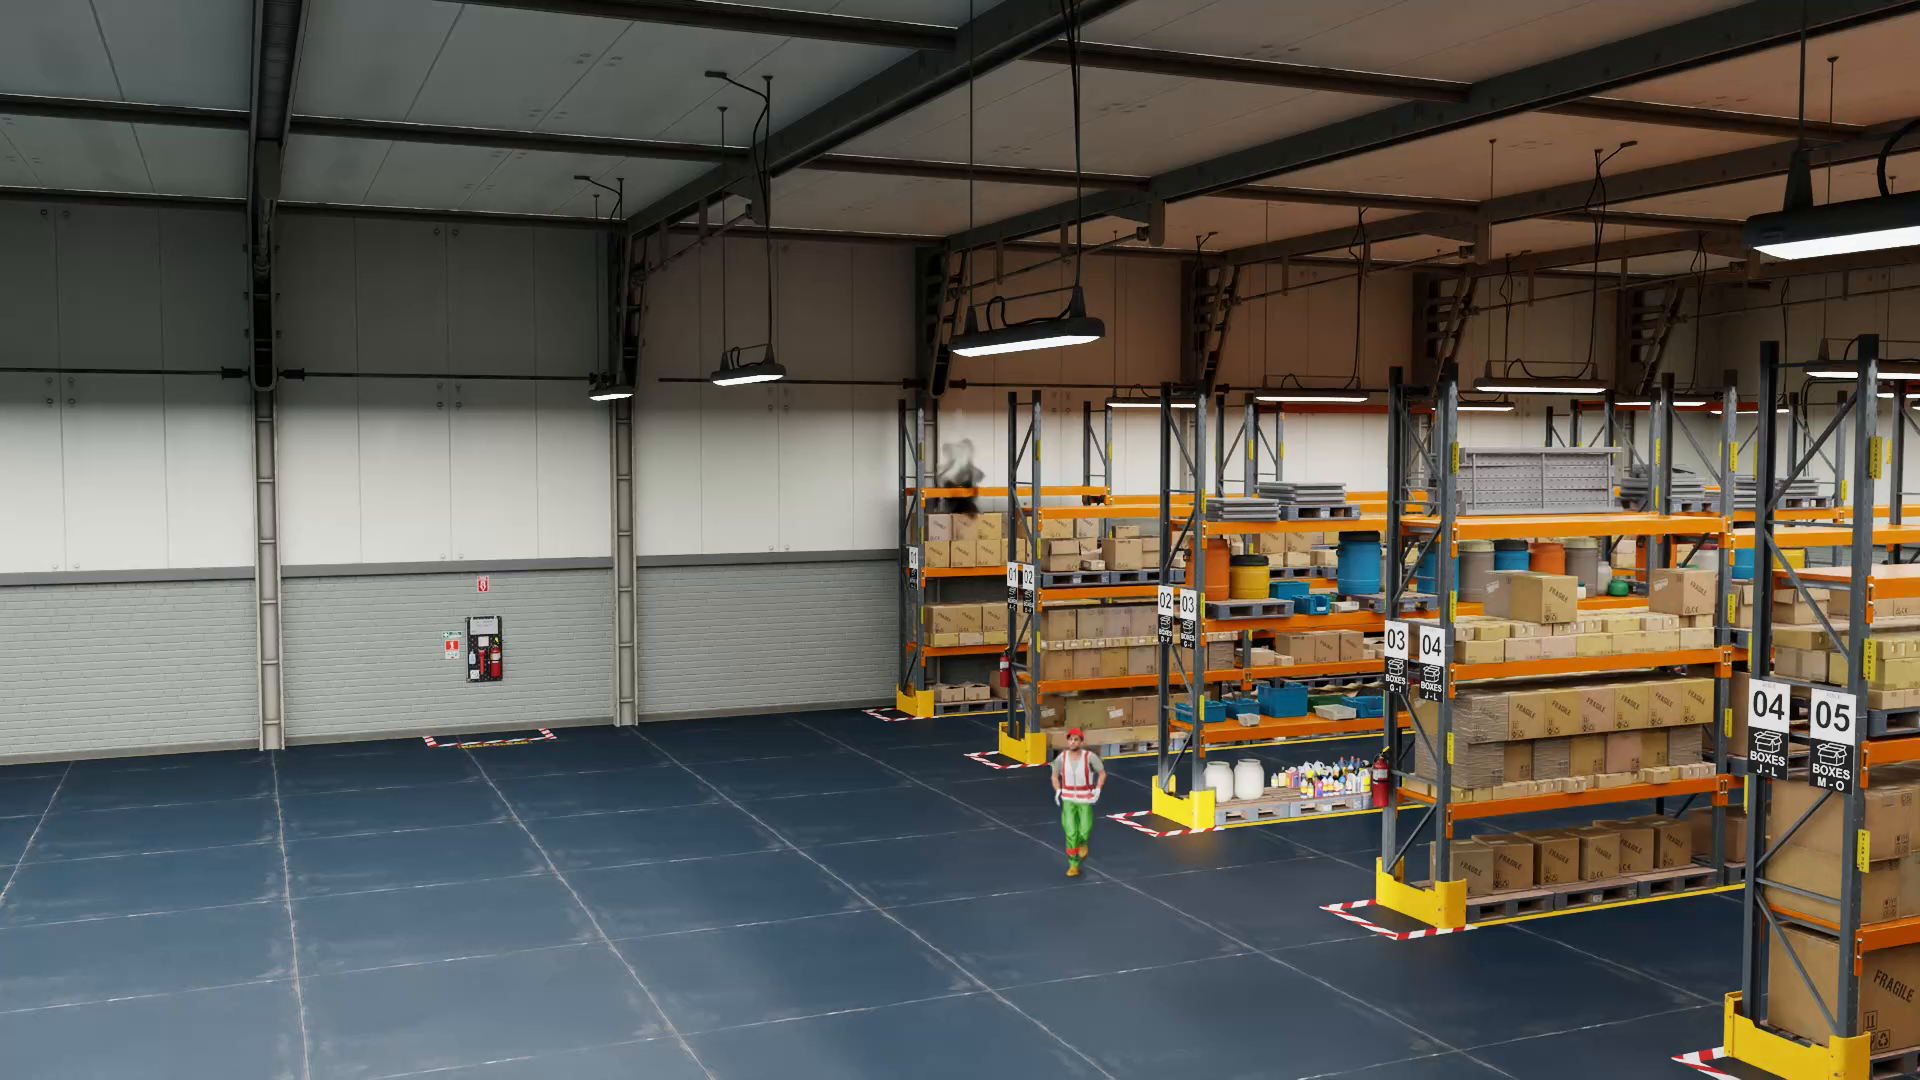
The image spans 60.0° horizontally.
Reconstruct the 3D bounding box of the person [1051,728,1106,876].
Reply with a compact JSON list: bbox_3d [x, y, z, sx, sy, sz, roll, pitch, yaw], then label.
[{"bbox_3d":[1.413,3.126,20.003,0.659,1.748,0.584,1,3,12],"label":"person"}]

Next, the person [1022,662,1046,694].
[{"bbox_3d":[1.358,2.309,29.453,0.559,1.693,0.665,-3,4,-38],"label":"person"}]
